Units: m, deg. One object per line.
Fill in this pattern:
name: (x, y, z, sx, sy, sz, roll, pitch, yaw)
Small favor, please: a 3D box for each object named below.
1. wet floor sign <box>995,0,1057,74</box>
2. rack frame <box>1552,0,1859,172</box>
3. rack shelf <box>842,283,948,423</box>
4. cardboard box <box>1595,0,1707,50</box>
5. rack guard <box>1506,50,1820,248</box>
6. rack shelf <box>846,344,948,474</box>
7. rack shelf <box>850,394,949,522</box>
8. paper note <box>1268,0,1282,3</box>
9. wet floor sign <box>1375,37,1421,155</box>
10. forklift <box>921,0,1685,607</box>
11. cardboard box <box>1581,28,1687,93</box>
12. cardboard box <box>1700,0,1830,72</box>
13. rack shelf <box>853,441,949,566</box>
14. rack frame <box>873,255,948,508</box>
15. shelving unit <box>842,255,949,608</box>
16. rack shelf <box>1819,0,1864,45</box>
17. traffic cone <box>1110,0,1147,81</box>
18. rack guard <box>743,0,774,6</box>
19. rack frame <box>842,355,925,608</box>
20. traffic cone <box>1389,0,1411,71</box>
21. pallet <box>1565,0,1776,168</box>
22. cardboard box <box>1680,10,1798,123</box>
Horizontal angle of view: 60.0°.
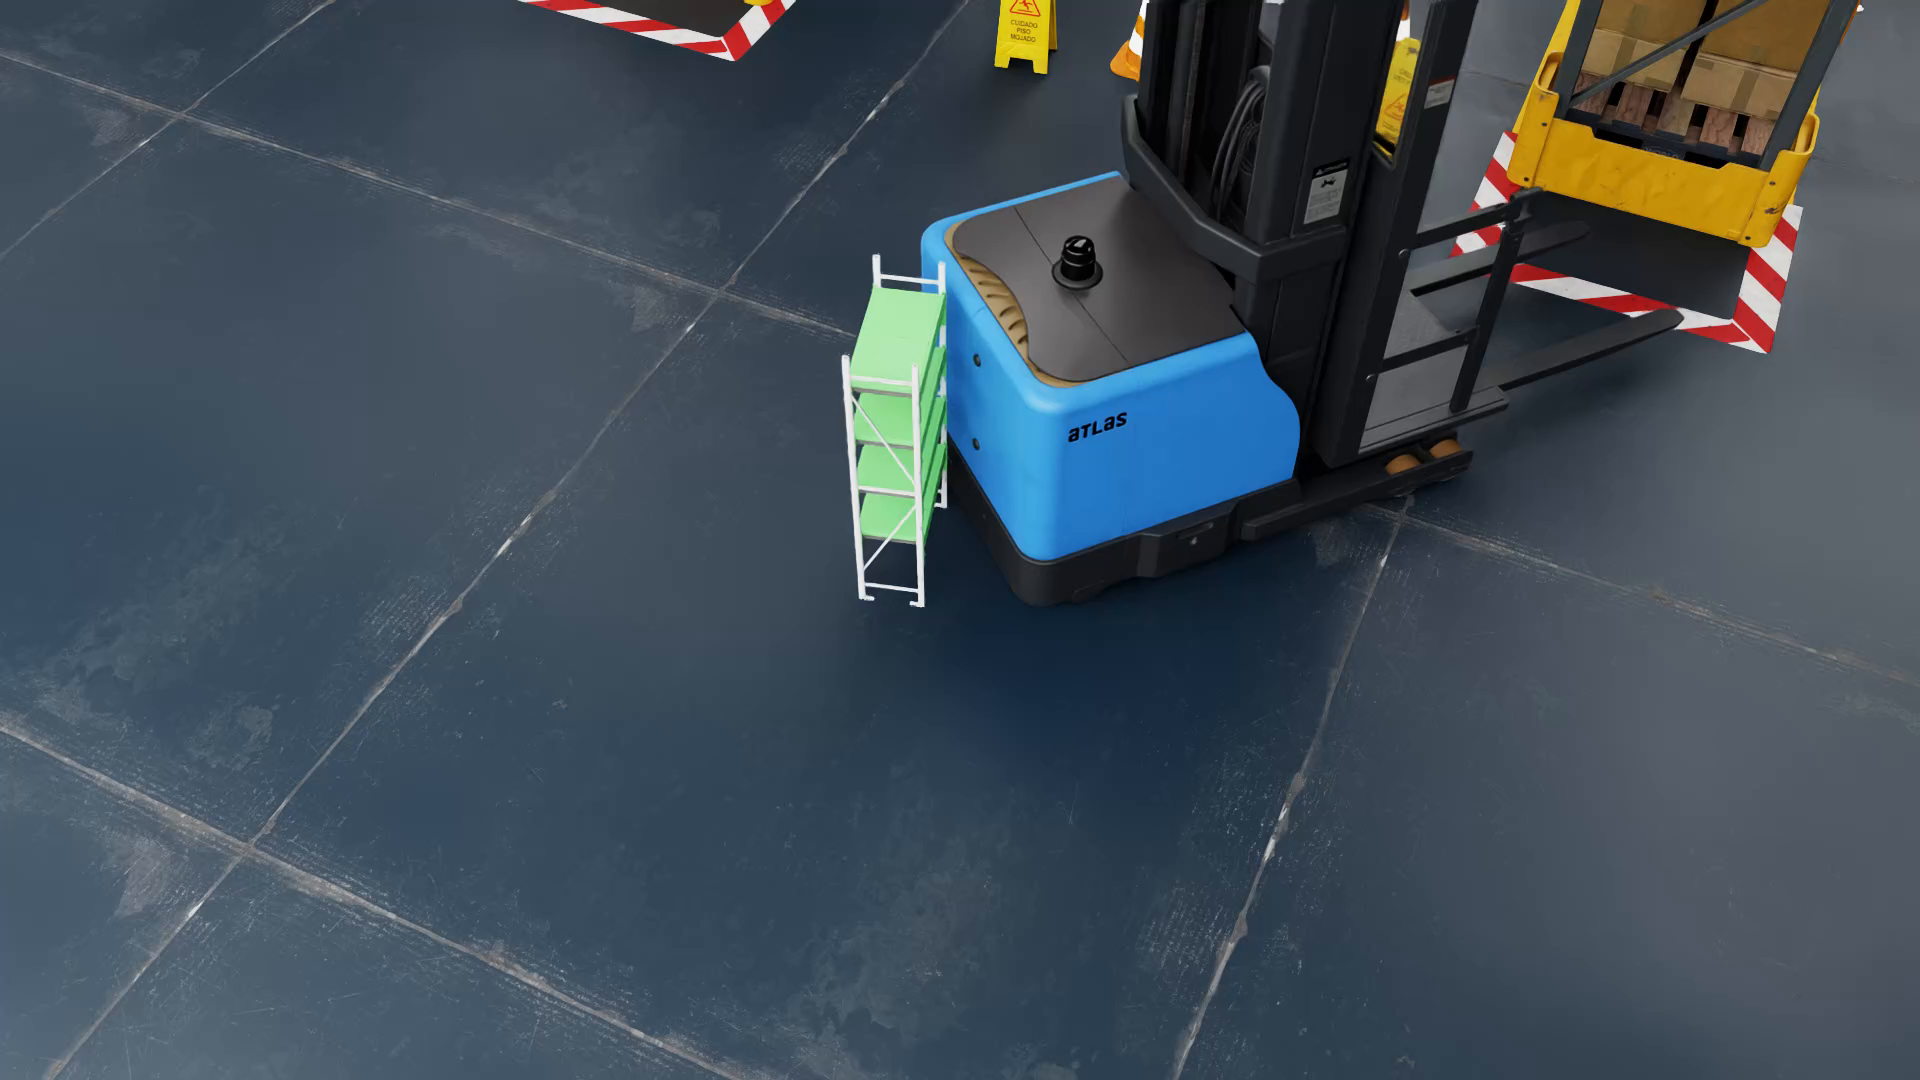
wet floor sign: (0.331, -2.616, 8.053, 0.267, 0.644, 0.232, 12, 51, 10)
rack frame: (3.071, -2.502, 6.410, 1.000, 3.000, 0.127, 20, 52, 16)
rack shelf: (-0.207, -0.617, 5.441, 0.258, 0.148, 0.480, 7, 50, 6)
cardboard box: (3.178, -2.627, 7.553, 0.500, 0.500, 0.500, 20, 53, 16)
rack guard: (3.104, -1.745, 7.406, 1.175, 0.500, 0.348, 20, 52, 16)
rack shelf: (-0.207, -0.461, 5.623, 0.258, 0.148, 0.480, 7, 50, 6)
rack shelf: (-0.207, -0.306, 5.806, 0.258, 0.148, 0.480, 7, 50, 6)
paper note: (1.675, -2.839, 8.646, 0.148, 0.019, 0.142, 4, 50, 3)
wet floor sign: (2.023, -1.957, 7.491, 0.232, 0.644, 0.267, -37, 59, -27)
forklift: (1.413, -1.469, 5.575, 3.031, 2.935, 1.130, -19, 52, -15)
cardboard box: (3.184, -2.408, 7.859, 0.500, 0.250, 0.500, 20, 52, 16)
cardboard box: (3.676, -2.473, 7.422, 0.500, 0.500, 0.500, 18, 52, 15)
rack shelf: (-0.207, -0.150, 5.989, 0.258, 0.148, 0.480, 7, 50, 6)
rack frame: (-0.167, -0.530, 5.913, 0.240, 1.200, 0.015, 7, 50, 6)
shelving unit: (-0.207, -0.347, 5.757, 0.258, 1.200, 0.503, 7, 50, 6)
rack shelf: (3.926, -3.647, 7.856, 1.077, 0.370, 4.000, 20, 52, 16)
traffic cone: (0.940, -2.523, 8.093, 0.336, 0.463, 0.334, 20, 52, 16)
rack guard: (-1.458, -3.217, 8.659, 1.175, 0.500, 0.348, 20, 52, 16)
rack frame: (-0.247, -0.164, 5.602, 0.240, 1.200, 0.015, 7, 50, 6)
traffic cone: (2.089, -2.396, 7.985, 0.336, 0.463, 0.334, 20, 52, 16)
pallet: (3.483, -2.199, 7.983, 1.003, 0.211, 1.213, 20, 52, 16)
cardboard box: (3.666, -2.213, 7.693, 0.500, 0.250, 0.500, 19, 52, 16)
